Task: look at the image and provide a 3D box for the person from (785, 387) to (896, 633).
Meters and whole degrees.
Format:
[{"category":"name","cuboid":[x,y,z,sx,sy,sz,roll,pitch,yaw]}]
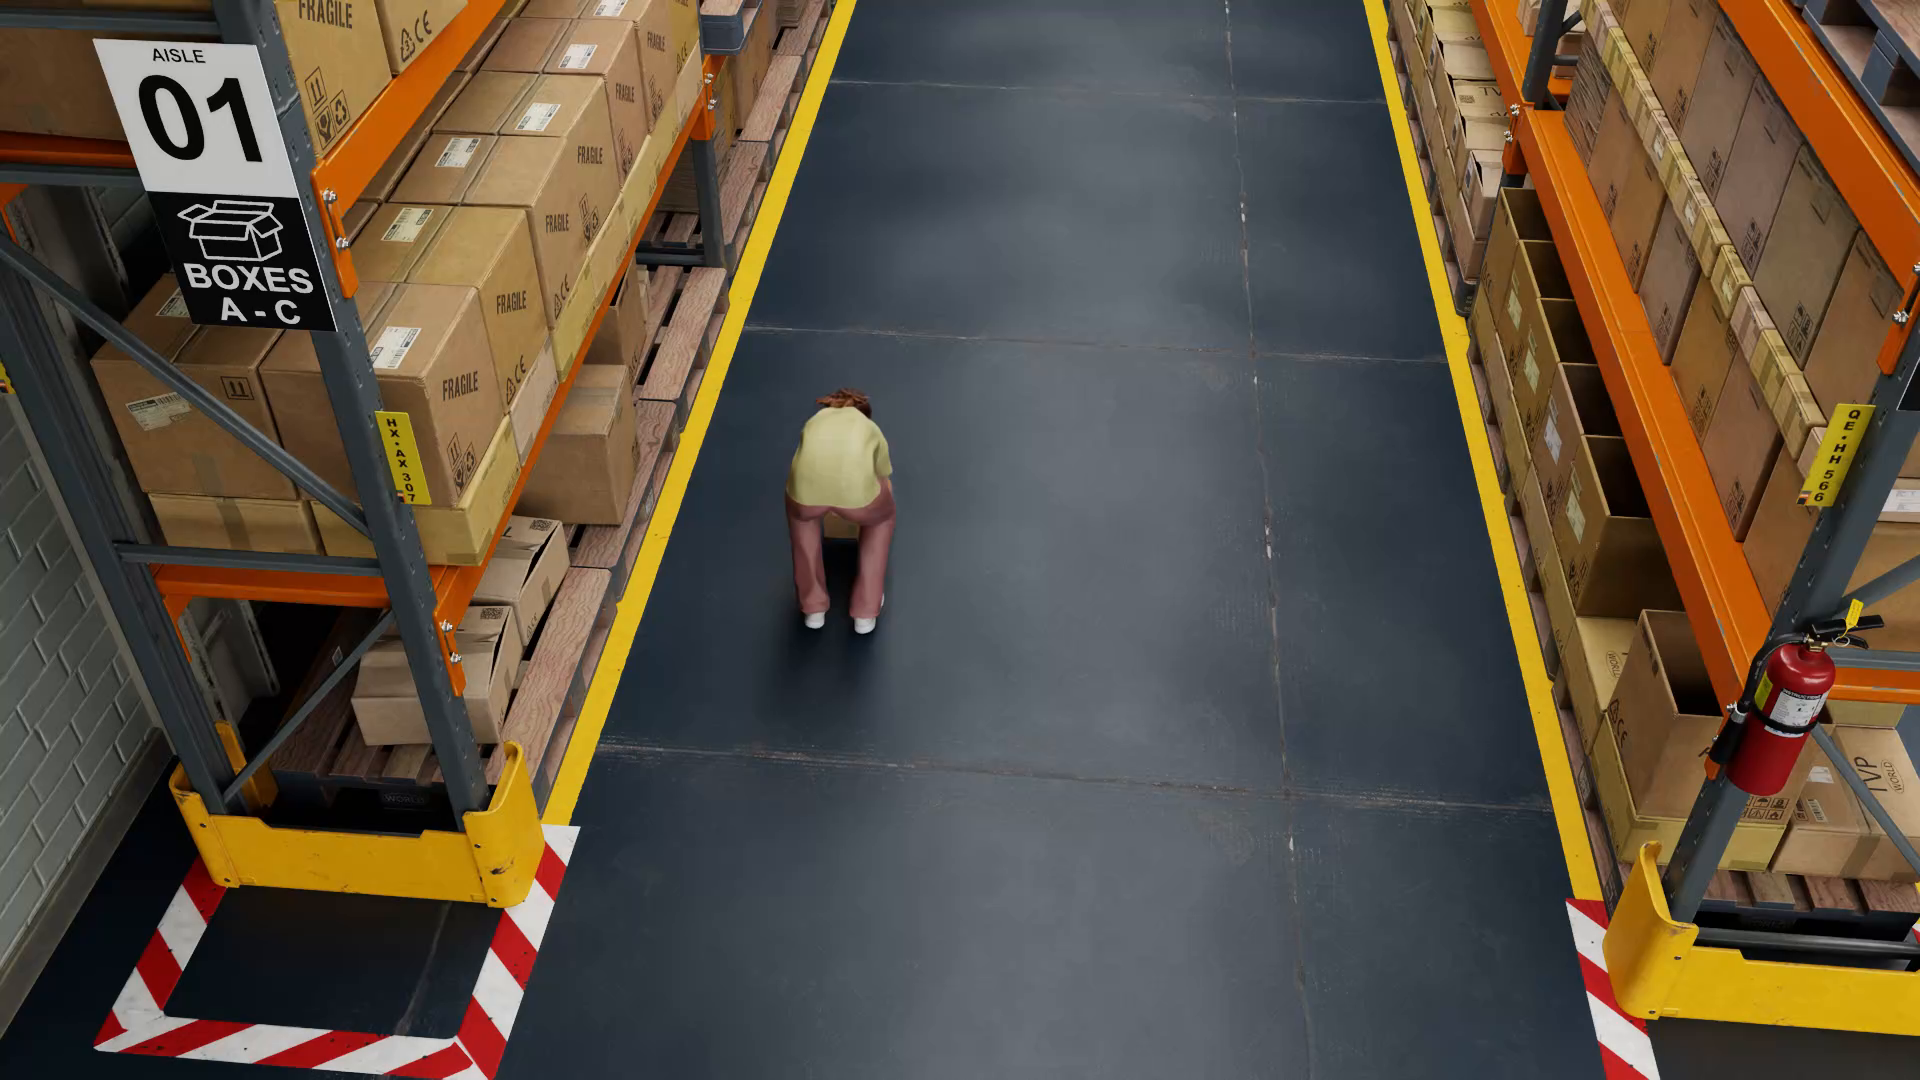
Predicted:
[{"category":"person","cuboid":[-0.493,-0.176,6.929,0.461,0.947,0.855,1,40,2]}]
